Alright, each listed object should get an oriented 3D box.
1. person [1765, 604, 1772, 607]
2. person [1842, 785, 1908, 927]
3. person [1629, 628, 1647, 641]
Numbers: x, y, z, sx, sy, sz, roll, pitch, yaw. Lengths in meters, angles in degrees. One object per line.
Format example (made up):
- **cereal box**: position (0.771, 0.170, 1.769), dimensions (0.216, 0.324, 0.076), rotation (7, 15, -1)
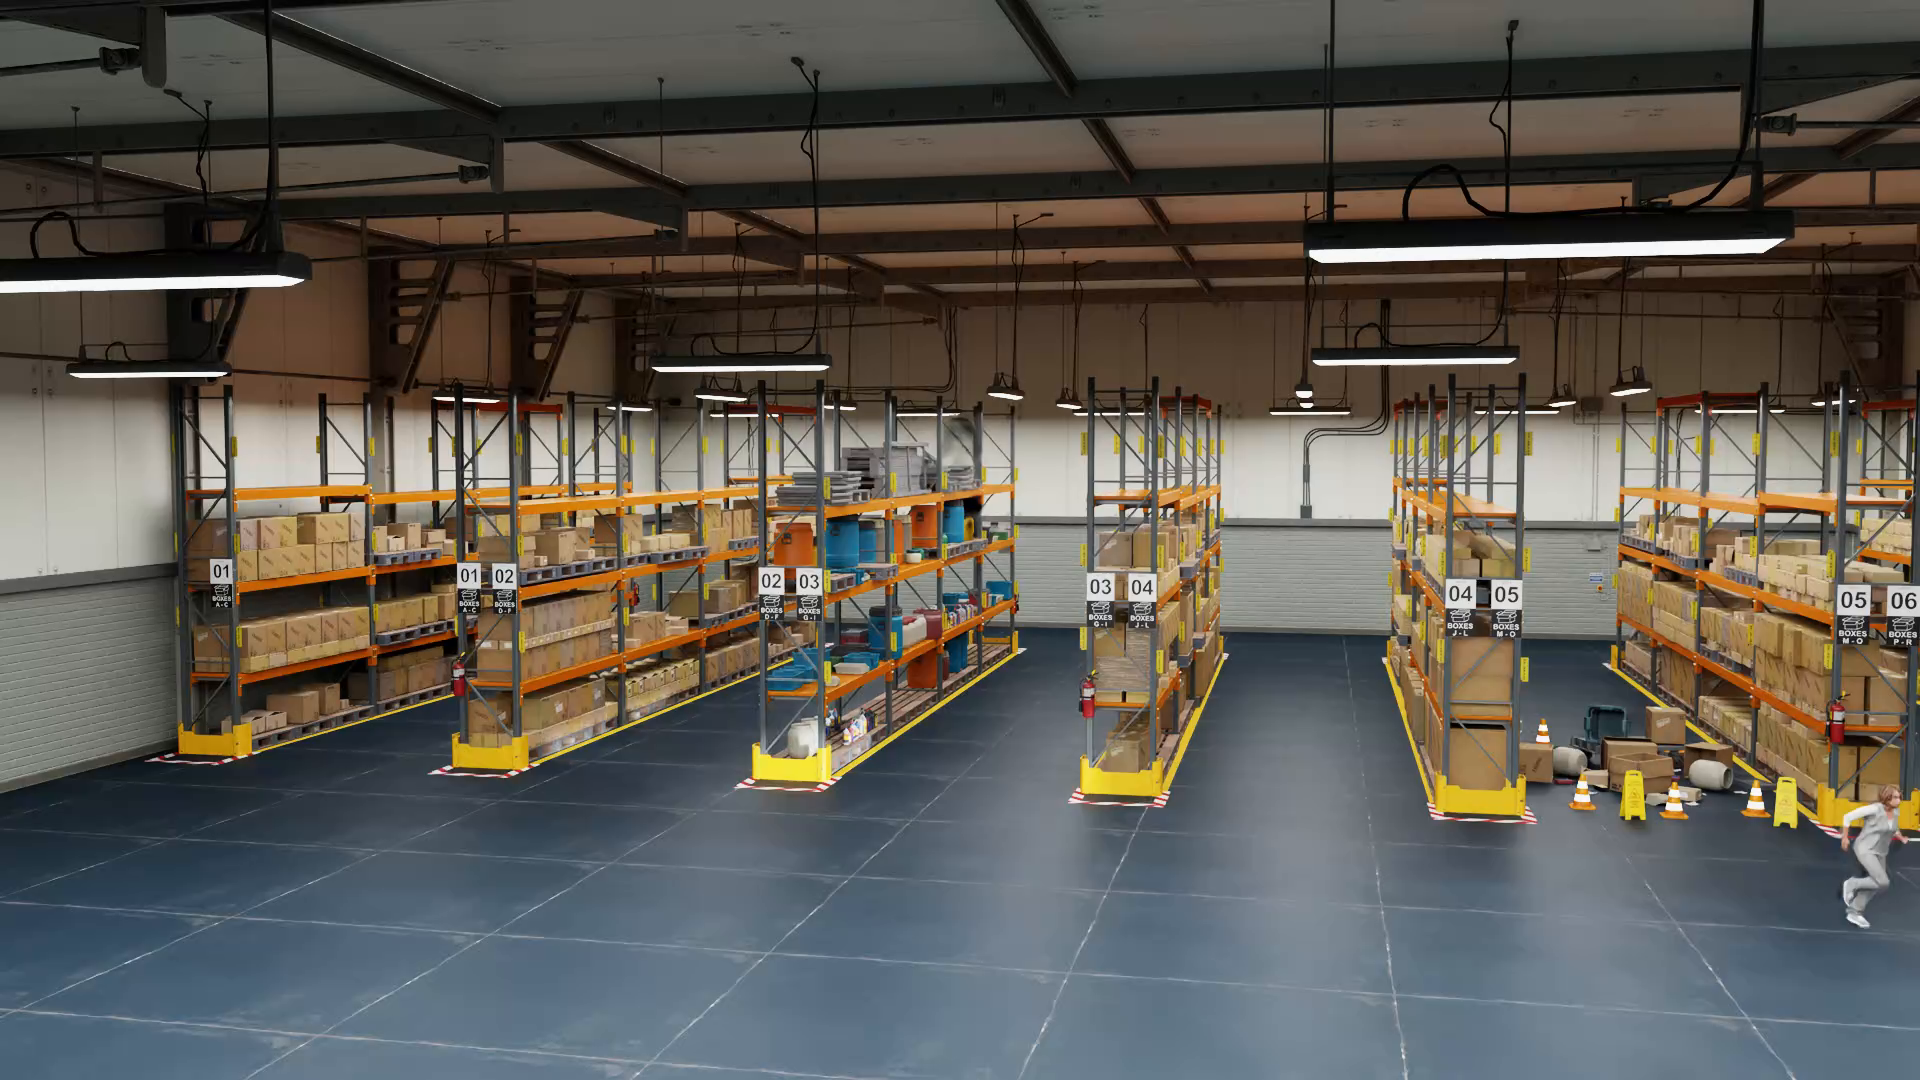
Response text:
- **person**: position (16.814, 2.218, 34.597), dimensions (0.600, 1.785, 0.853), rotation (0, 3, 4)
- **person**: position (9.516, 3.284, 17.277), dimensions (0.526, 1.528, 0.655), rotation (-2, 4, -26)
- **person**: position (15.849, 1.976, 38.649), dimensions (0.574, 1.724, 0.653), rotation (0, 3, 1)
